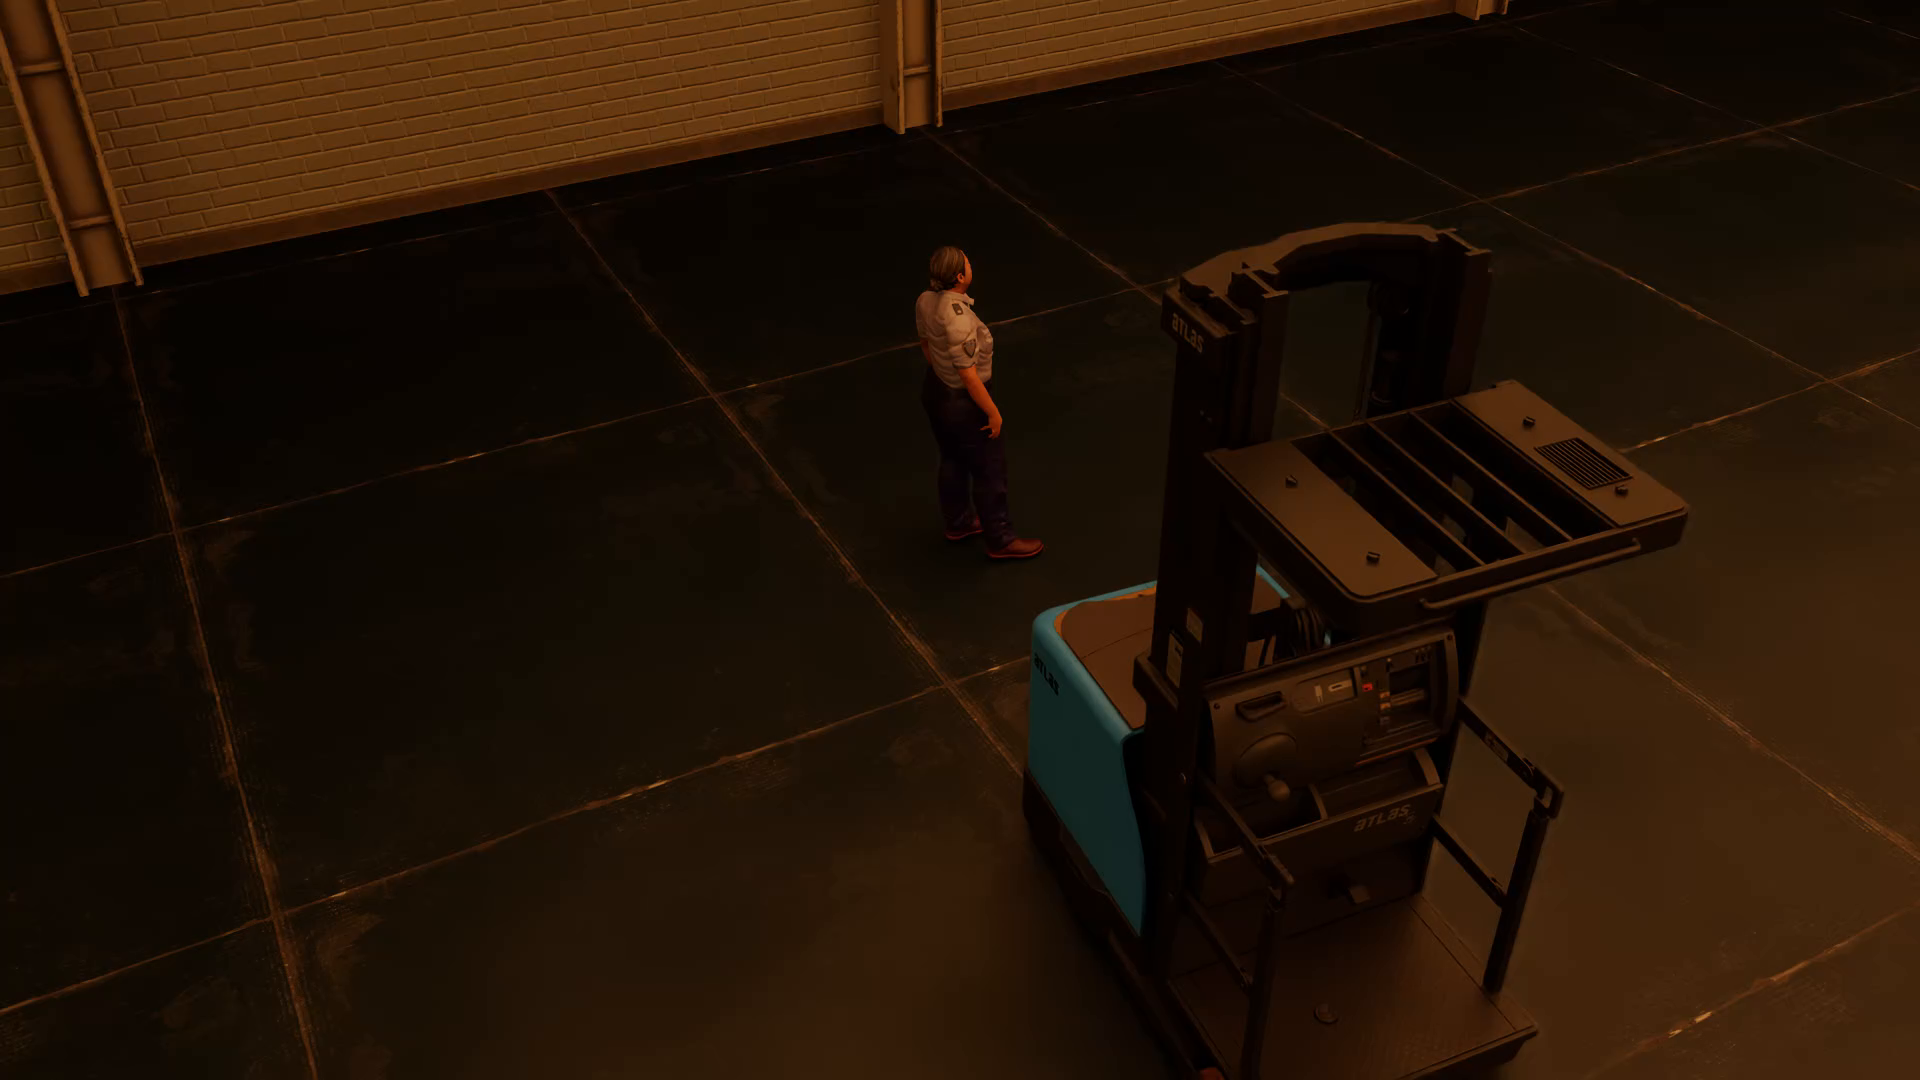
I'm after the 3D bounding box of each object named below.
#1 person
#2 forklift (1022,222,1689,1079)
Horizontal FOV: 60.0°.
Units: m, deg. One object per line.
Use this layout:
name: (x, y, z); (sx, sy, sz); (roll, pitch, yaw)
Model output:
person: (0.090, -0.689, 8.202); (0.503, 1.643, 0.598); (-17, 39, -23)
forklift: (1.303, 0.633, 5.228); (1.130, 2.935, 3.031); (-14, 38, -19)
